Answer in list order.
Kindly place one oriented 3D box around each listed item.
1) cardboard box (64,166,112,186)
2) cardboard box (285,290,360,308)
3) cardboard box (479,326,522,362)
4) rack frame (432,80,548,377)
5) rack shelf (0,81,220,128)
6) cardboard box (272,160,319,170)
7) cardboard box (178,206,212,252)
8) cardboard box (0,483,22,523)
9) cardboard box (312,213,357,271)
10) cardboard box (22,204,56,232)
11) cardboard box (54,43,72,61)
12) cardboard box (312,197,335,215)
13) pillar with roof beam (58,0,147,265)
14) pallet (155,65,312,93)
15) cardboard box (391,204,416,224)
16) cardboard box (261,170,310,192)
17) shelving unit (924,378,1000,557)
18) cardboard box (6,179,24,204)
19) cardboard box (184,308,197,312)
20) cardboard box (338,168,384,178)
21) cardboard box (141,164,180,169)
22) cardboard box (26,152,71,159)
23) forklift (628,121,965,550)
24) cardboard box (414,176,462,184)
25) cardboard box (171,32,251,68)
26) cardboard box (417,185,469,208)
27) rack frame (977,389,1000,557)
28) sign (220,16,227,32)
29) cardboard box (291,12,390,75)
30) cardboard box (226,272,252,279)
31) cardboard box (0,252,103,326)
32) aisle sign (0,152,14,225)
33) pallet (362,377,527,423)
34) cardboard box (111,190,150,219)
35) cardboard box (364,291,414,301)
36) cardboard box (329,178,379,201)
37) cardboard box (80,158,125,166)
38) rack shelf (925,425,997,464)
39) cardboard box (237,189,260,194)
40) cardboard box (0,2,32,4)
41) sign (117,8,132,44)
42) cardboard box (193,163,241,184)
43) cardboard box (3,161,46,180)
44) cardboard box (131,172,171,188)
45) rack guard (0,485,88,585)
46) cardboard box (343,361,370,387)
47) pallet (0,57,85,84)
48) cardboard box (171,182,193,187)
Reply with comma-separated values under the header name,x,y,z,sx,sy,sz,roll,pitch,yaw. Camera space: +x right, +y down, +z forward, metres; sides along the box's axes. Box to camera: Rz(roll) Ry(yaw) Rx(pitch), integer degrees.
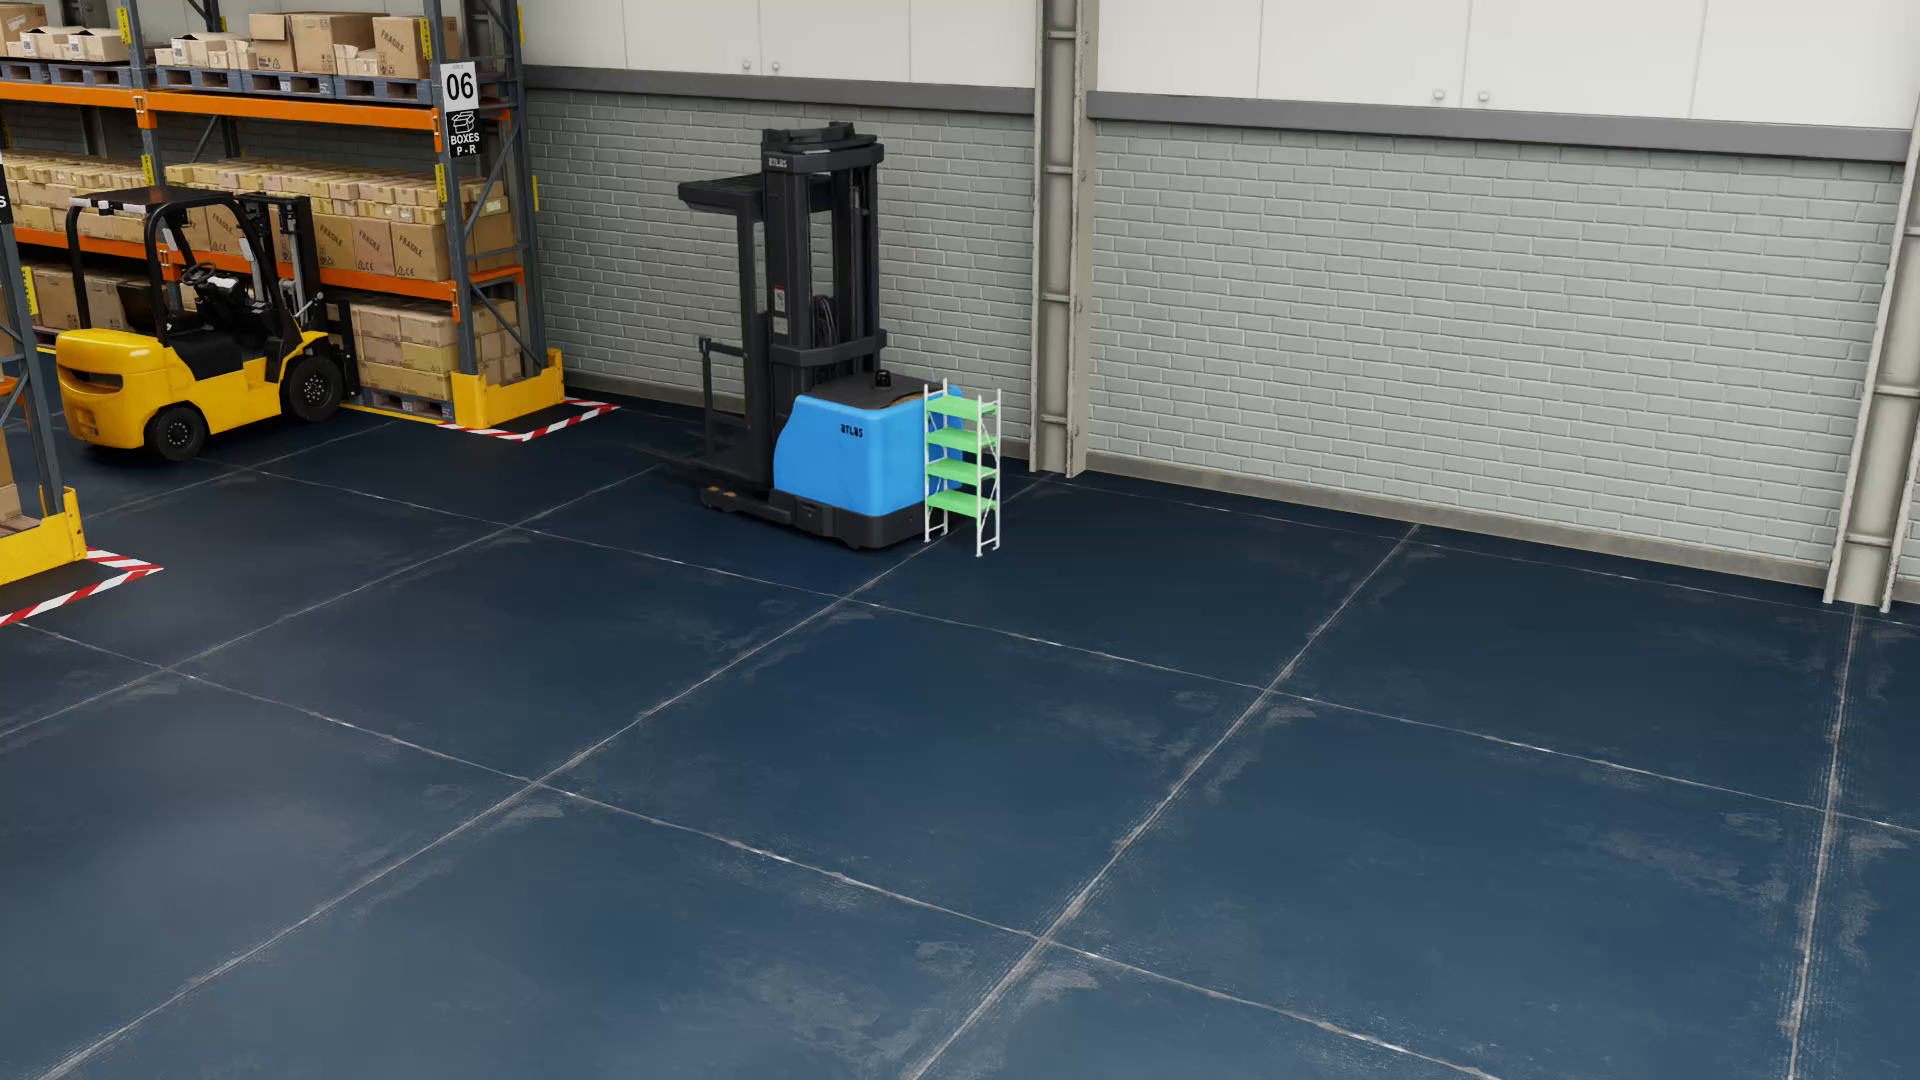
name,x,y,z,sx,sy,sz,roll,pitch,yaw
cardboard box,-9.058,-3.784,17.301,0.250,0.149,0.380,10,22,26
cardboard box,-6.131,-2.225,16.051,0.500,0.250,0.500,10,22,26
cardboard box,-4.554,-1.896,15.876,0.500,0.250,0.500,11,23,28
rack frame,-4.245,-2.616,15.178,0.127,3.000,1.000,11,23,27
rack shelf,-9.483,-4.686,17.540,4.000,0.370,1.077,11,23,27
cardboard box,-6.625,-3.693,16.612,0.250,0.149,0.380,10,22,26
cardboard box,-7.477,-3.177,16.577,0.500,0.500,0.500,10,22,26
cardboard box,-7.231,-0.259,12.097,0.500,0.250,0.500,11,22,27
cardboard box,-5.698,-2.841,15.651,0.500,0.500,0.500,10,22,26
cardboard box,-9.619,-3.474,17.763,0.500,0.250,0.500,12,23,29
cardboard box,-8.845,-4.910,16.710,0.250,0.149,0.380,11,23,27
cardboard box,-5.816,-3.148,15.548,0.250,0.149,0.380,11,23,28
pillar with roof beam,-11.751,-5.537,14.432,0.400,9.000,9.100,11,23,27
pallet,-6.979,-4.516,16.146,1.213,0.211,1.003,11,23,27
cardboard box,-4.922,-2.976,15.072,0.250,0.149,0.380,11,23,28
cardboard box,-6.440,-3.441,15.918,0.250,0.149,0.380,11,23,27
shelving unit,0.016,-0.526,12.055,0.503,1.200,0.258,15,25,36
cardboard box,-10.076,-3.788,17.897,0.500,0.250,0.500,10,22,26
cardboard box,-7.465,-2.249,16.849,0.500,0.250,0.500,11,23,27
cardboard box,-5.770,-3.493,16.062,0.250,0.149,0.380,11,23,28
cardboard box,-8.365,-3.858,17.503,0.250,0.149,0.380,11,23,27
cardboard box,-10.119,-4.213,18.483,0.250,0.149,0.380,10,22,26
forklift,-1.412,-1.707,12.772,3.031,2.935,1.130,16,26,38
cardboard box,-4.883,-3.321,15.586,0.250,0.149,0.380,11,23,28
cardboard box,-7.129,-4.683,15.846,0.500,0.311,0.500,11,23,28
cardboard box,-4.660,-3.105,14.991,0.250,0.149,0.380,11,23,27
rack frame,0.206,-0.474,11.912,0.015,1.200,0.240,15,25,36
sign,-7.467,-5.137,16.855,0.005,0.325,0.100,11,23,27
cardboard box,-5.595,-4.519,15.115,0.500,0.500,0.700,11,23,28
cardboard box,-7.213,-2.632,17.172,0.500,0.250,0.500,11,23,28
cardboard box,-10.117,-2.813,18.589,0.625,0.625,0.875,12,23,29
aisle sign,-6.457,-2.442,10.885,0.004,0.787,0.394,11,23,27
pallet,-4.933,-1.420,15.970,1.213,0.211,1.003,11,23,27
cardboard box,-8.290,-3.451,16.968,0.500,0.250,0.500,10,22,26
cardboard box,-5.441,-2.296,16.245,0.500,0.250,0.500,11,22,27
cardboard box,-5.595,-3.246,15.380,0.250,0.149,0.380,11,23,29
cardboard box,-9.247,-4.023,17.959,0.250,0.149,0.380,11,23,28
rack shelf,0.016,-0.691,11.995,0.480,0.148,0.258,15,25,36
cardboard box,-6.711,-3.317,16.013,0.250,0.149,0.380,11,22,27
cardboard box,-10.226,-5.401,17.547,0.500,0.500,0.700,10,22,26
sign,-7.993,-4.919,15.909,0.005,0.325,0.100,11,23,27
cardboard box,-7.322,-3.620,16.413,0.250,0.149,0.380,11,23,28
cardboard box,-9.962,-3.946,17.747,0.250,0.149,0.380,11,23,28
cardboard box,-8.143,-3.624,16.859,0.250,0.149,0.380,12,23,29
rack guard,-6.728,0.025,11.564,0.348,0.500,1.175,11,23,27
cardboard box,-5.671,-1.676,16.004,0.500,0.250,0.500,11,23,28
pallet,-9.615,-4.996,17.618,1.213,0.211,1.003,12,23,30
cardboard box,-7.587,-3.502,16.522,0.250,0.149,0.380,10,22,26
